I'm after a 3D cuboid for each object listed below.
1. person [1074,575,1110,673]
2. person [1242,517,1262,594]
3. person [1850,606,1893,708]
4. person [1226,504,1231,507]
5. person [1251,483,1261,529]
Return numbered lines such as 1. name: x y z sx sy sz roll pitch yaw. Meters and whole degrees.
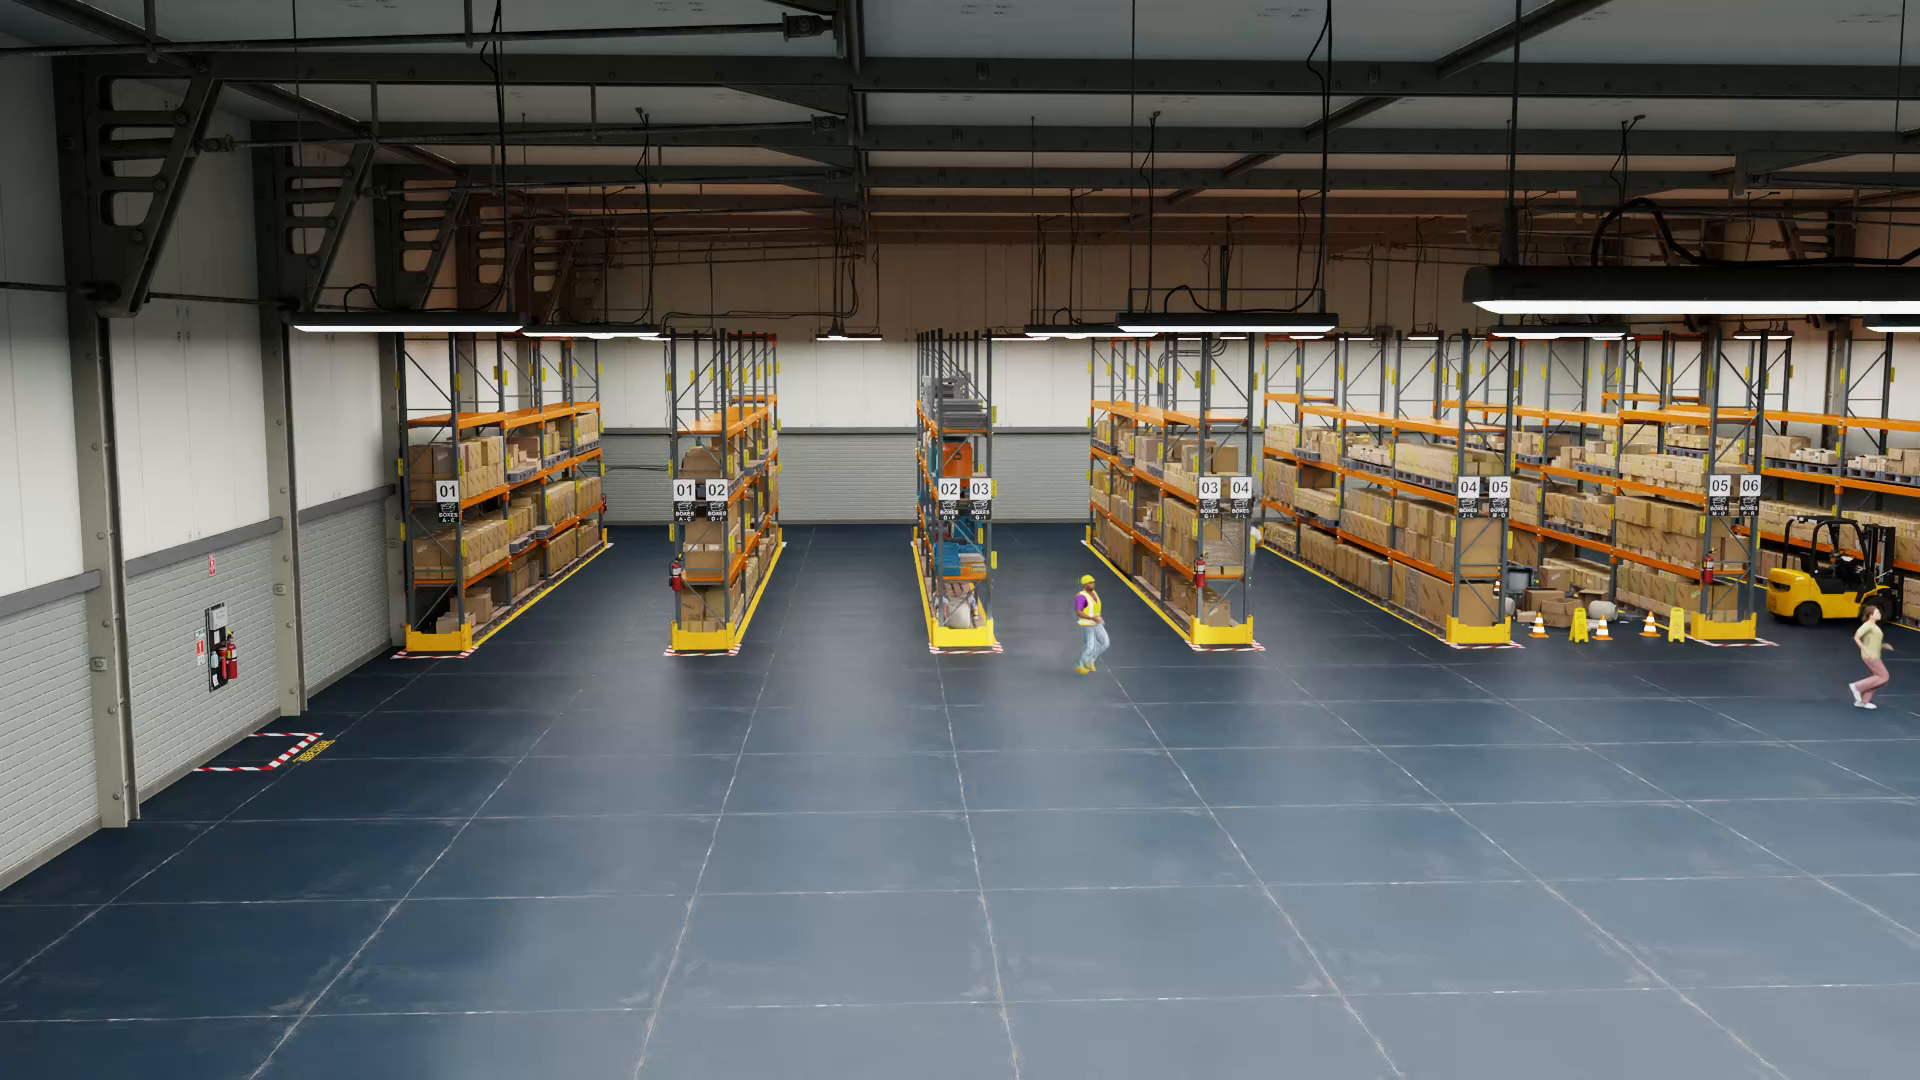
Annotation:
1. person: 2.278 1.463 28.874 0.633 1.725 0.712 5 8 37
2. person: 6.624 0.316 38.354 0.718 1.763 0.900 -1 7 -7
3. person: 14.346 1.841 26.145 0.540 1.627 0.575 5 9 38
4. person: 7.391 -0.660 47.227 0.697 1.647 0.924 2 7 16
5. person: 8.460 -0.879 49.114 0.845 1.661 0.705 -1 7 -5
